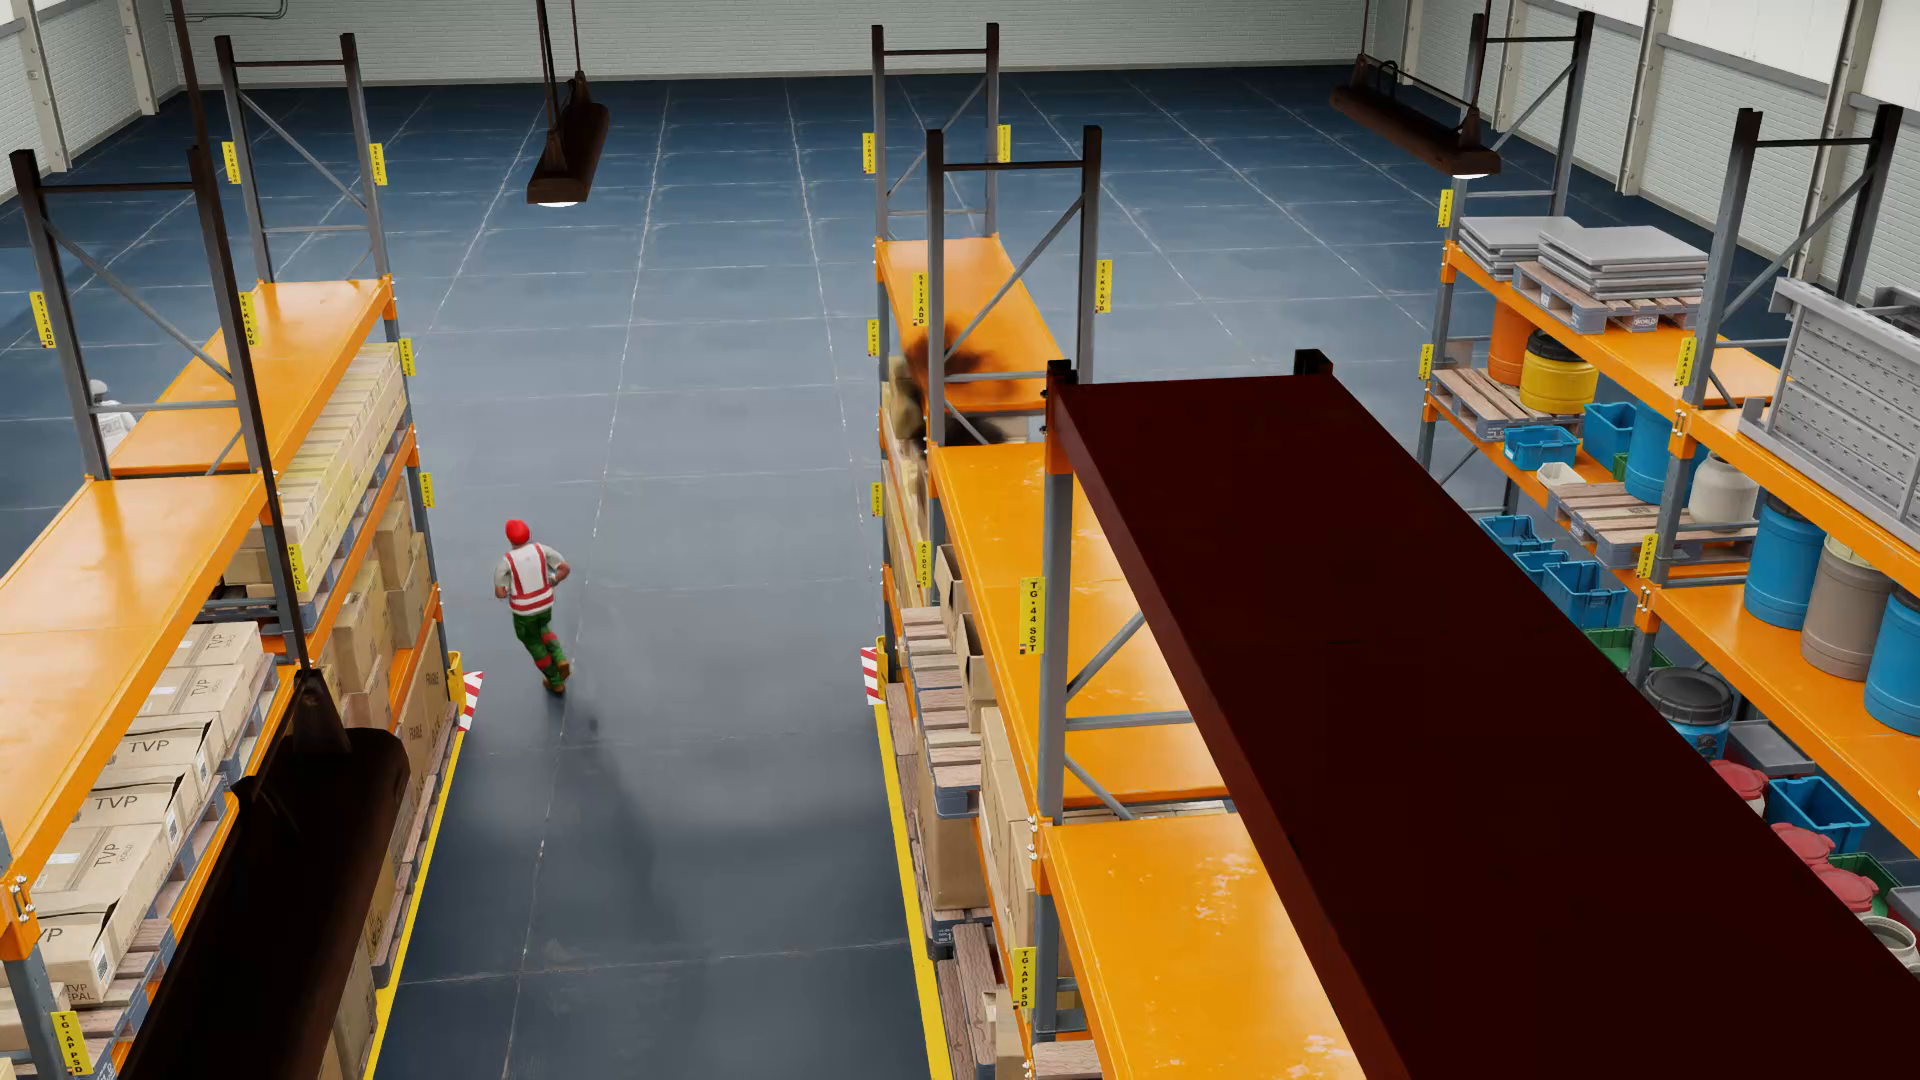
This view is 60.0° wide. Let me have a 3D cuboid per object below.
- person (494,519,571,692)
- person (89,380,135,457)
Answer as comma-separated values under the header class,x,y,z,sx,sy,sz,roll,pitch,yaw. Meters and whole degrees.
class,x,y,z,sx,sy,sz,roll,pitch,yaw
person,-3.948,0.584,15.247,0.693,1.737,0.515,-19,31,-34
person,-9.378,-0.917,18.528,0.612,1.689,0.992,-23,34,-40
